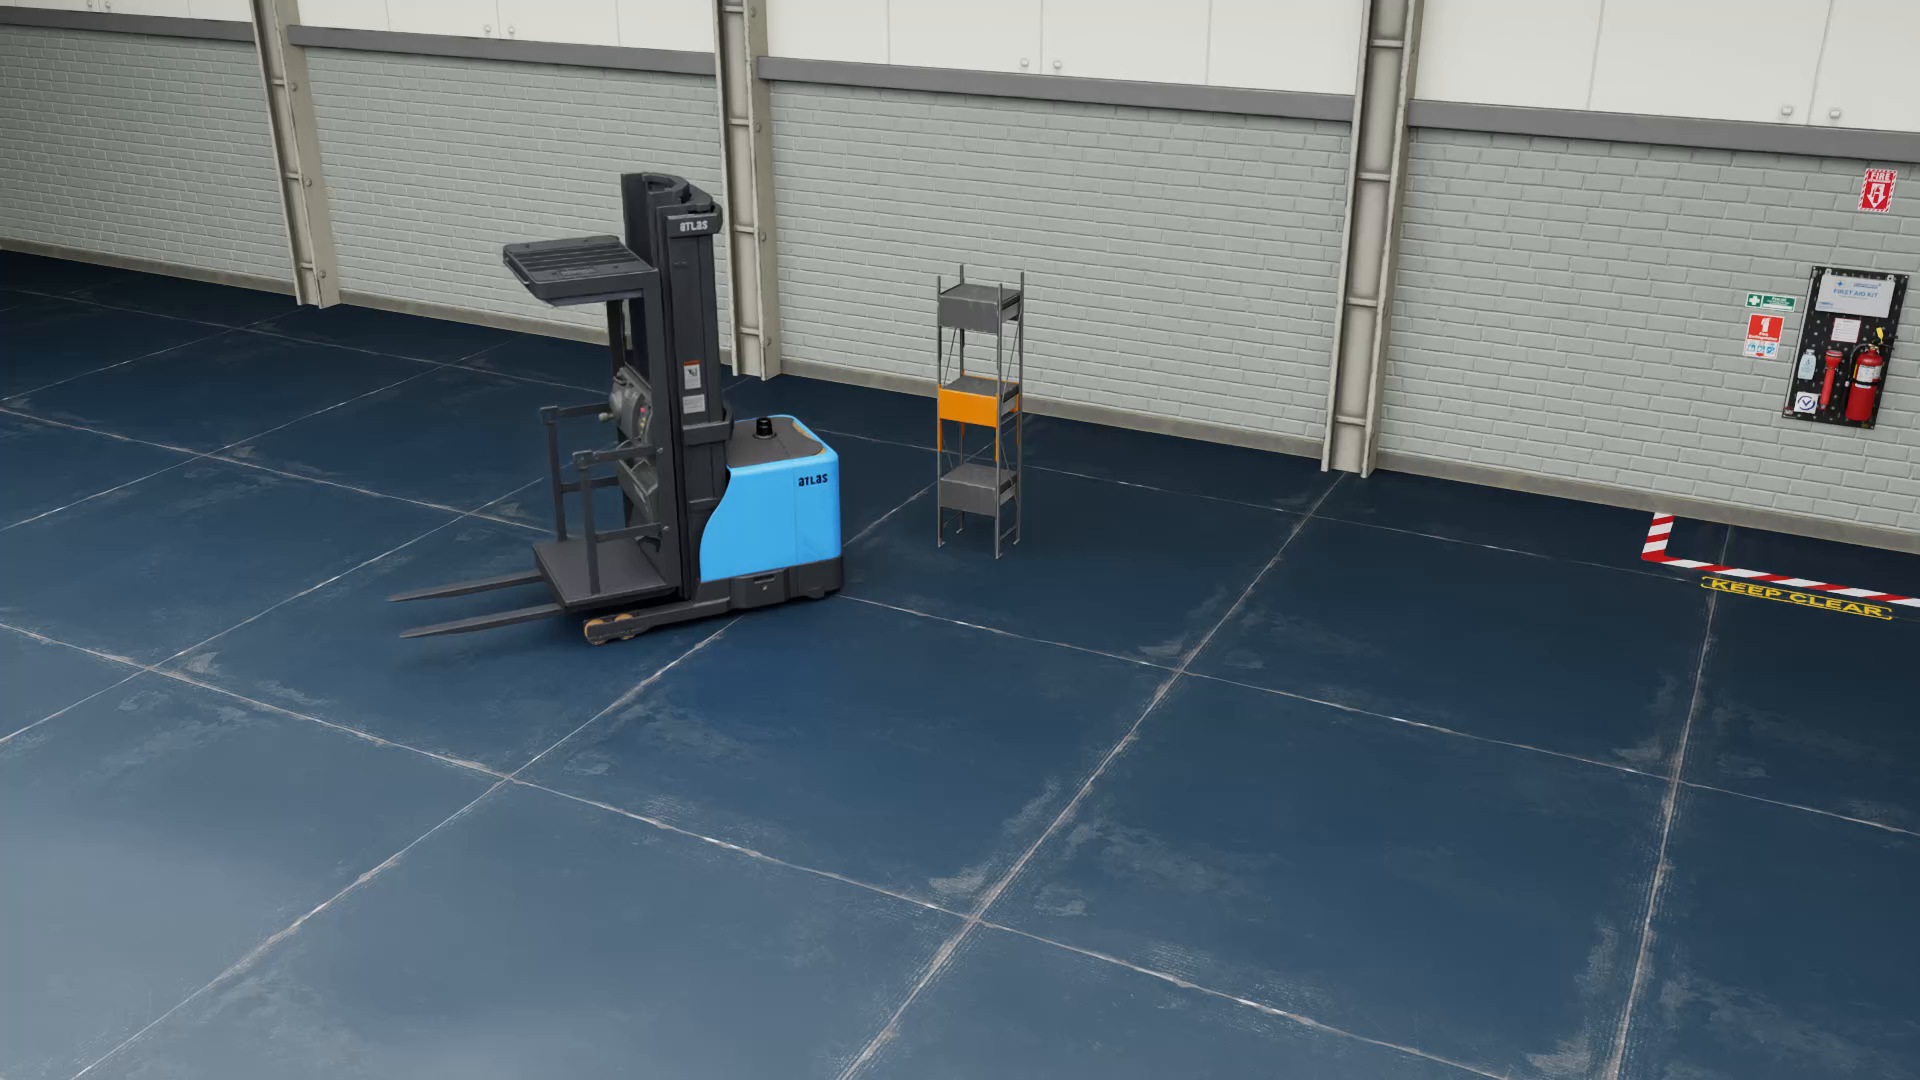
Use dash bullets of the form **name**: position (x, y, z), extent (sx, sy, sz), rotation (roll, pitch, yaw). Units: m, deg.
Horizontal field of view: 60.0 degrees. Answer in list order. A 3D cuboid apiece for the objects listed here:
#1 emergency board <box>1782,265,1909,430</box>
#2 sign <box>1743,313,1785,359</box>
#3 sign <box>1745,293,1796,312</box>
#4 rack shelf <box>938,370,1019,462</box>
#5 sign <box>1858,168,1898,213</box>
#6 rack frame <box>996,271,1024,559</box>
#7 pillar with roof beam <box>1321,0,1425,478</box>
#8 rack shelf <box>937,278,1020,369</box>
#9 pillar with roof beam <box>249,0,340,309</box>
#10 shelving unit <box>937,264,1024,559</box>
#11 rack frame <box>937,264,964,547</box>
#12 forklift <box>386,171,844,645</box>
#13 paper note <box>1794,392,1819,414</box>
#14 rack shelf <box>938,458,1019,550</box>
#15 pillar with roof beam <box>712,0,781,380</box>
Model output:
- **emergency board**: position (6.486, -1.382, 12.192), extent (0.643, 1.169, 0.194), rotation (11, 25, 25)
- **sign**: position (6.039, -1.532, 12.500), extent (0.234, 0.329, 0.001), rotation (11, 25, 25)
- **sign**: position (6.039, -1.772, 12.387), extent (0.331, 0.109, 0.001), rotation (11, 25, 25)
- **rack shelf**: position (0.148, -0.924, 12.302), extent (0.480, 0.518, 0.431), rotation (11, 25, 25)
- **sign**: position (6.524, -2.485, 11.824), extent (0.199, 0.298, 0.001), rotation (11, 25, 25)
- **rack frame**: position (0.365, -0.894, 12.195), extent (0.015, 2.100, 0.400), rotation (11, 25, 25)
- **pillar with roof beam**: position (1.377, -3.249, 8.917), extent (0.400, 9.000, 9.100), rotation (11, 25, 25)
- **rack shelf**: position (0.148, -1.569, 12.028), extent (0.480, 0.518, 0.431), rotation (11, 25, 25)
- **pillar with roof beam**: position (-9.332, -5.368, 13.899), extent (0.400, 9.000, 9.100), rotation (11, 25, 25)
- **shelving unit**: position (0.148, -0.937, 12.297), extent (0.503, 2.100, 0.431), rotation (11, 25, 25)
- **rack frame**: position (-0.070, -0.980, 12.398), extent (0.015, 2.100, 0.400), rotation (11, 25, 25)
- **forklift**: position (-2.384, -0.884, 11.109), extent (3.031, 2.935, 1.130), rotation (-10, 25, -23)
- **paper note**: position (6.359, -1.032, 12.495), extent (0.142, 0.148, 0.016), rotation (11, 25, 25)
- **rack shelf**: position (0.148, -0.280, 12.576), extent (0.480, 0.518, 0.431), rotation (11, 25, 25)
- **pillar with roof beam**: position (-3.977, -4.308, 11.408), extent (0.400, 9.000, 9.100), rotation (11, 25, 25)
